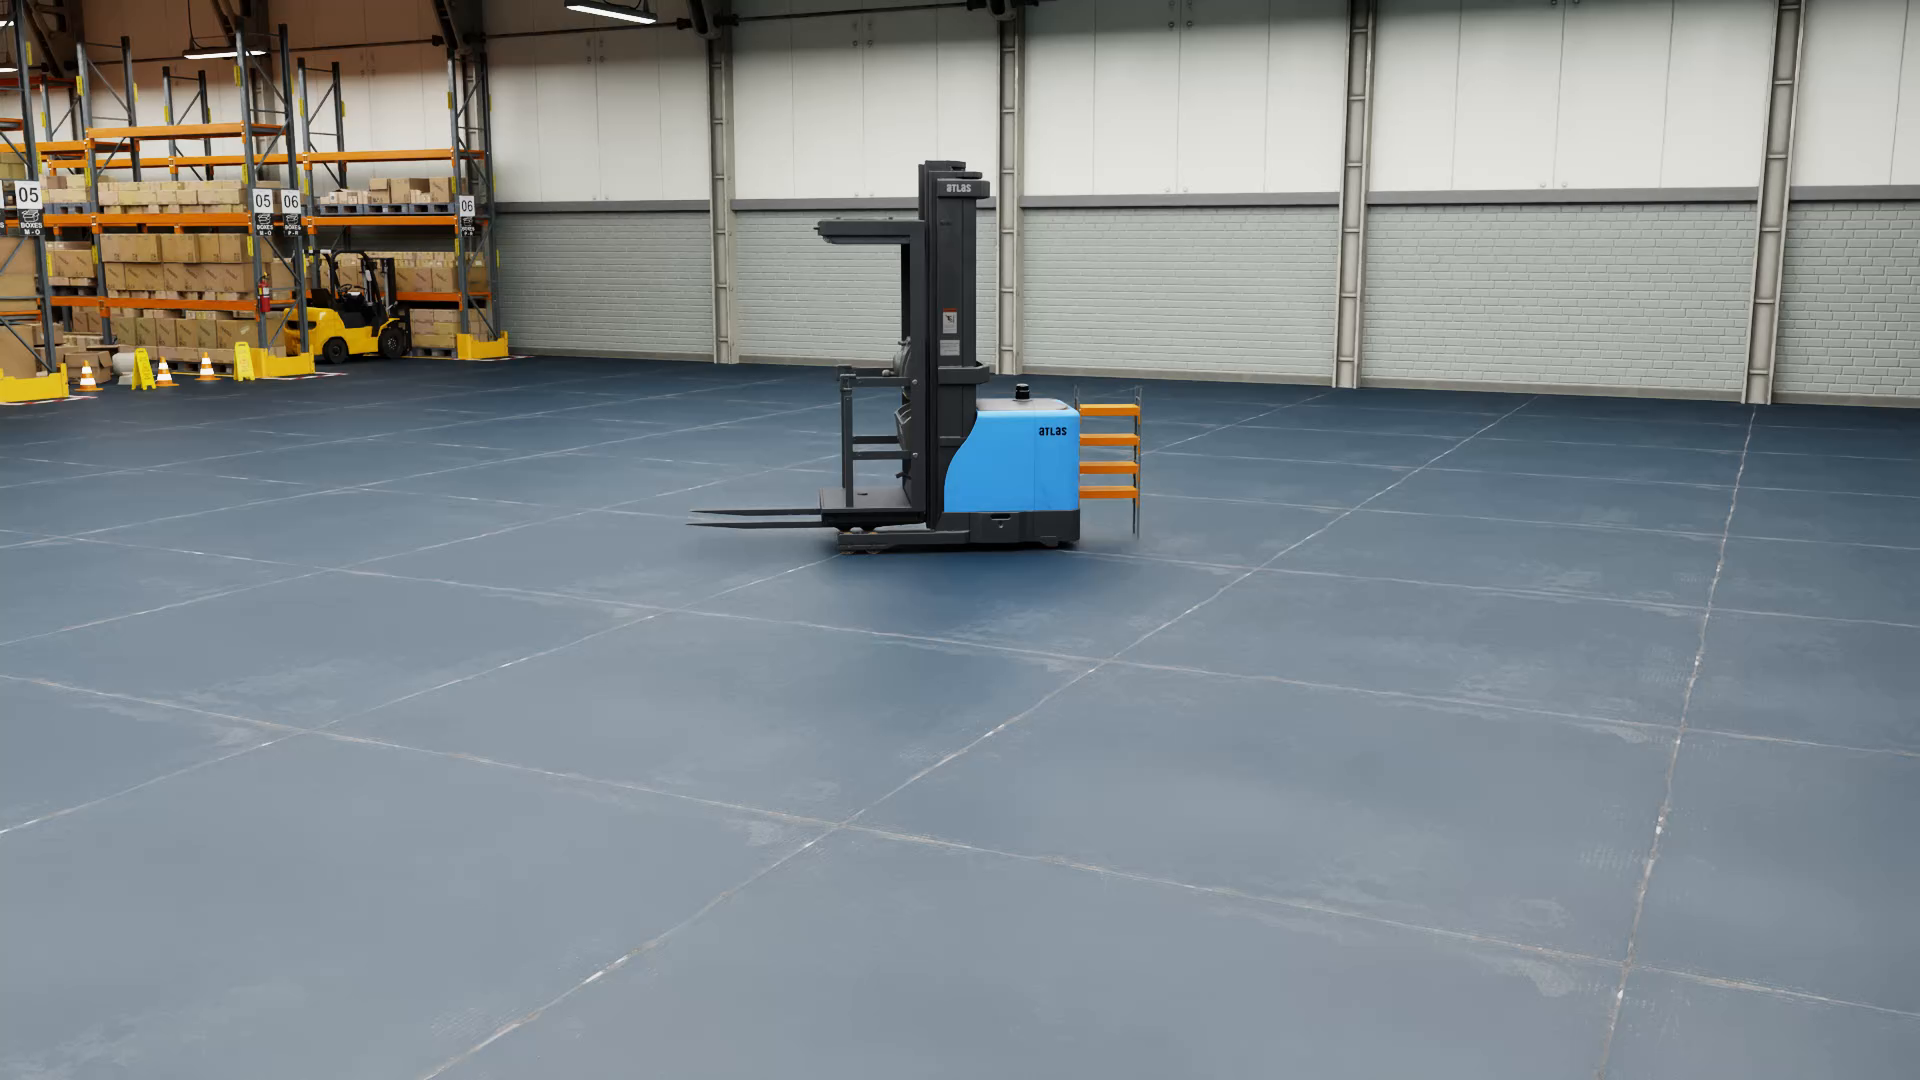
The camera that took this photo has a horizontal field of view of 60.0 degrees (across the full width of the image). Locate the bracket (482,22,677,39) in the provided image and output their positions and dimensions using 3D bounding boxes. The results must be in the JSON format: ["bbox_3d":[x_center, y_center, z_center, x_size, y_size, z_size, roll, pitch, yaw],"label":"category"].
[{"bbox_3d":[-7.346,-9.801,32.007,4.783,0.066,0.076,5,11,26],"label":"bracket"}]

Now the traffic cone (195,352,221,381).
[{"bbox_3d":[-12.811,-2.959,28.280,0.334,0.463,0.336,5,11,26],"label":"traffic cone"}]

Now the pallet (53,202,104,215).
[{"bbox_3d":[-15.948,-6.144,30.859,1.003,0.211,1.213,5,11,26],"label":"pallet"}]

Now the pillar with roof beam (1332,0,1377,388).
[{"bbox_3d":[4.350,-6.217,22.315,0.400,9.000,9.100,5,11,26],"label":"pillar with roof beam"}]

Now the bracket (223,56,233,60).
[{"bbox_3d":[-15.797,-10.543,36.110,0.430,0.232,0.235,5,11,26],"label":"bracket"}]

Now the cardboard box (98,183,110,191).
[{"bbox_3d":[-15.304,-6.362,30.006,0.250,0.149,0.380,5,11,25],"label":"cardboard box"}]

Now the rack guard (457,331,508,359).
[{"bbox_3d":[-9.640,-3.941,33.599,0.348,0.500,1.175,5,11,26],"label":"rack guard"}]

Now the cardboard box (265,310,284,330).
[{"bbox_3d":[-14.414,-4.627,35.865,0.625,0.625,0.875,5,11,25],"label":"cardboard box"}]

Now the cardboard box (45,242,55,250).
[{"bbox_3d":[-16.836,-5.486,31.005,0.250,0.149,0.380,4,11,23],"label":"cardboard box"}]

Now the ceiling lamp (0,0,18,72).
[{"bbox_3d":[-20.644,-11.525,35.253,2.000,3.185,0.800,5,11,26],"label":"ceiling lamp"}]

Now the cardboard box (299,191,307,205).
[{"bbox_3d":[-14.006,-7.194,34.923,0.500,0.311,0.500,5,11,24],"label":"cardboard box"}]

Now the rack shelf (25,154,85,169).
[{"bbox_3d":[-22.217,-8.872,39.013,4.000,0.370,1.077,5,11,26],"label":"rack shelf"}]

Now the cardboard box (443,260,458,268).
[{"bbox_3d":[-10.097,-5.523,33.224,0.250,0.149,0.380,5,11,27],"label":"cardboard box"}]

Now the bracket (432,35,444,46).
[{"bbox_3d":[-10.417,-10.071,33.498,0.430,0.232,0.235,5,11,26],"label":"bracket"}]

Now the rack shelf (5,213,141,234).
[{"bbox_3d":[-17.235,-5.974,31.414,4.000,0.370,1.077,5,11,26],"label":"rack shelf"}]

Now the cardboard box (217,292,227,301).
[{"bbox_3d":[-12.781,-4.277,29.145,0.250,0.149,0.380,5,11,25],"label":"cardboard box"}]

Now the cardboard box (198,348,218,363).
[{"bbox_3d":[-13.160,-3.296,29.560,0.500,0.250,0.500,5,11,26],"label":"cardboard box"}]

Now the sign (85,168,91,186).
[{"bbox_3d":[-15.684,-6.530,29.907,0.005,0.325,0.100,5,11,26],"label":"sign"}]

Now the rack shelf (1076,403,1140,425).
[{"bbox_3d":[1.170,-0.999,13.175,0.480,0.148,0.258,-1,10,-3],"label":"rack shelf"}]

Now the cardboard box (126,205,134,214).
[{"bbox_3d":[-14.790,-5.952,29.976,0.250,0.149,0.380,5,11,26],"label":"cardboard box"}]

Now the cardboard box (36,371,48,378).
[{"bbox_3d":[-15.185,-2.709,27.455,0.258,0.266,0.396,7,13,36],"label":"cardboard box"}]

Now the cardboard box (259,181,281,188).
[{"bbox_3d":[-12.083,-6.185,29.024,0.250,0.149,0.380,5,11,25],"label":"cardboard box"}]

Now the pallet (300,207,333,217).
[{"bbox_3d":[-14.046,-6.937,35.251,1.217,0.209,0.805,5,11,24],"label":"pallet"}]

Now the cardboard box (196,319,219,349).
[{"bbox_3d":[-13.158,-3.664,29.489,0.500,0.500,0.500,6,12,28],"label":"cardboard box"}]

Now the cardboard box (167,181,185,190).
[{"bbox_3d":[-13.679,-6.219,29.214,0.250,0.149,0.380,5,12,27],"label":"cardboard box"}]

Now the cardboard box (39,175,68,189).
[{"bbox_3d":[-16.943,-6.652,30.976,0.500,0.250,0.500,5,12,27],"label":"cardboard box"}]

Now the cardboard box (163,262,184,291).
[{"bbox_3d":[-13.804,-4.697,29.643,0.500,0.500,0.500,5,11,26],"label":"cardboard box"}]

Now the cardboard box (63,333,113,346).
[{"bbox_3d":[-16.560,-3.705,31.480,0.625,0.372,0.950,6,12,29],"label":"cardboard box"}]

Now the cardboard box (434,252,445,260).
[{"bbox_3d":[-10.311,-5.696,33.344,0.250,0.149,0.380,5,11,26],"label":"cardboard box"}]

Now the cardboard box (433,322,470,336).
[{"bbox_3d":[-10.237,-4.260,33.486,0.500,0.250,0.500,5,11,25],"label":"cardboard box"}]

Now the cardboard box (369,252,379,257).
[{"bbox_3d":[-11.904,-5.841,34.144,0.250,0.149,0.380,5,11,26],"label":"cardboard box"}]

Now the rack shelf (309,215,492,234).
[{"bbox_3d":[-11.455,-6.452,34.055,4.000,0.370,1.077,5,11,26],"label":"rack shelf"}]

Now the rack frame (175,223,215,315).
[{"bbox_3d":[-16.836,-5.803,36.870,0.127,3.000,1.000,5,11,26],"label":"rack frame"}]

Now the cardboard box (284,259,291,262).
[{"bbox_3d":[-14.089,-5.893,35.264,0.250,0.149,0.380,5,11,26],"label":"cardboard box"}]

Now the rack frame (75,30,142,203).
[{"bbox_3d":[-15.442,-7.647,30.212,0.127,3.000,1.000,5,11,26],"label":"rack frame"}]

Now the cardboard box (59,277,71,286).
[{"bbox_3d":[-16.501,-4.812,30.923,0.250,0.149,0.380,5,11,25],"label":"cardboard box"}]

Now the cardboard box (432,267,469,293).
[{"bbox_3d":[-10.219,-5.218,33.361,0.500,0.500,0.500,5,11,25],"label":"cardboard box"}]

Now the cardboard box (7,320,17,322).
[{"bbox_3d":[-22.324,-5.215,39.464,0.500,0.500,0.500,5,12,27],"label":"cardboard box"}]

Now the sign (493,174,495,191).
[{"bbox_3d":[-9.411,-7.206,33.522,0.005,0.325,0.100,5,11,26],"label":"sign"}]

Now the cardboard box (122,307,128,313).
[{"bbox_3d":[-18.766,-5.234,37.743,0.250,0.149,0.380,5,11,26],"label":"cardboard box"}]

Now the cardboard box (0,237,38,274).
[{"bbox_3d":[-14.270,-4.221,24.679,0.550,0.550,0.875,5,11,26],"label":"cardboard box"}]

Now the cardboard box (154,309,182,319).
[{"bbox_3d":[-14.242,-4.066,29.890,0.250,0.149,0.380,6,12,29],"label":"cardboard box"}]

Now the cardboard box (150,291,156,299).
[{"bbox_3d":[-14.341,-4.426,29.969,0.250,0.149,0.380,5,11,26],"label":"cardboard box"}]

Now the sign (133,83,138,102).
[{"bbox_3d":[-15.185,-8.230,30.593,0.005,0.325,0.100,5,11,26],"label":"sign"}]

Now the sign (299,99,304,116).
[{"bbox_3d":[-13.478,-8.851,34.020,0.005,0.325,0.100,5,11,26],"label":"sign"}]

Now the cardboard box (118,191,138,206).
[{"bbox_3d":[-14.702,-6.126,29.817,0.500,0.250,0.500,5,11,25],"label":"cardboard box"}]

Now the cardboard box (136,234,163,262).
[{"bbox_3d":[-14.256,-5.225,29.755,0.500,0.500,0.700,5,11,25],"label":"cardboard box"}]

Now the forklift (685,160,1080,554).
[{"bbox_3d":[-0.621,-1.431,12.909,3.031,2.935,1.130,-1,10,-6],"label":"forklift"}]

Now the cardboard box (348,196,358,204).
[{"bbox_3d":[-12.292,-6.951,34.040,0.250,0.149,0.380,5,12,28],"label":"cardboard box"}]

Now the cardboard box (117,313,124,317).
[{"bbox_3d":[-18.699,-4.898,37.712,0.500,0.500,0.500,5,11,24],"label":"cardboard box"}]

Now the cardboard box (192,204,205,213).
[{"bbox_3d":[-13.201,-5.799,29.130,0.250,0.149,0.380,5,11,25],"label":"cardboard box"}]

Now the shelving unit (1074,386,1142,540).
[{"bbox_3d":[1.170,-0.612,13.245,0.503,1.200,0.258,-1,10,-3],"label":"shelving unit"}]
